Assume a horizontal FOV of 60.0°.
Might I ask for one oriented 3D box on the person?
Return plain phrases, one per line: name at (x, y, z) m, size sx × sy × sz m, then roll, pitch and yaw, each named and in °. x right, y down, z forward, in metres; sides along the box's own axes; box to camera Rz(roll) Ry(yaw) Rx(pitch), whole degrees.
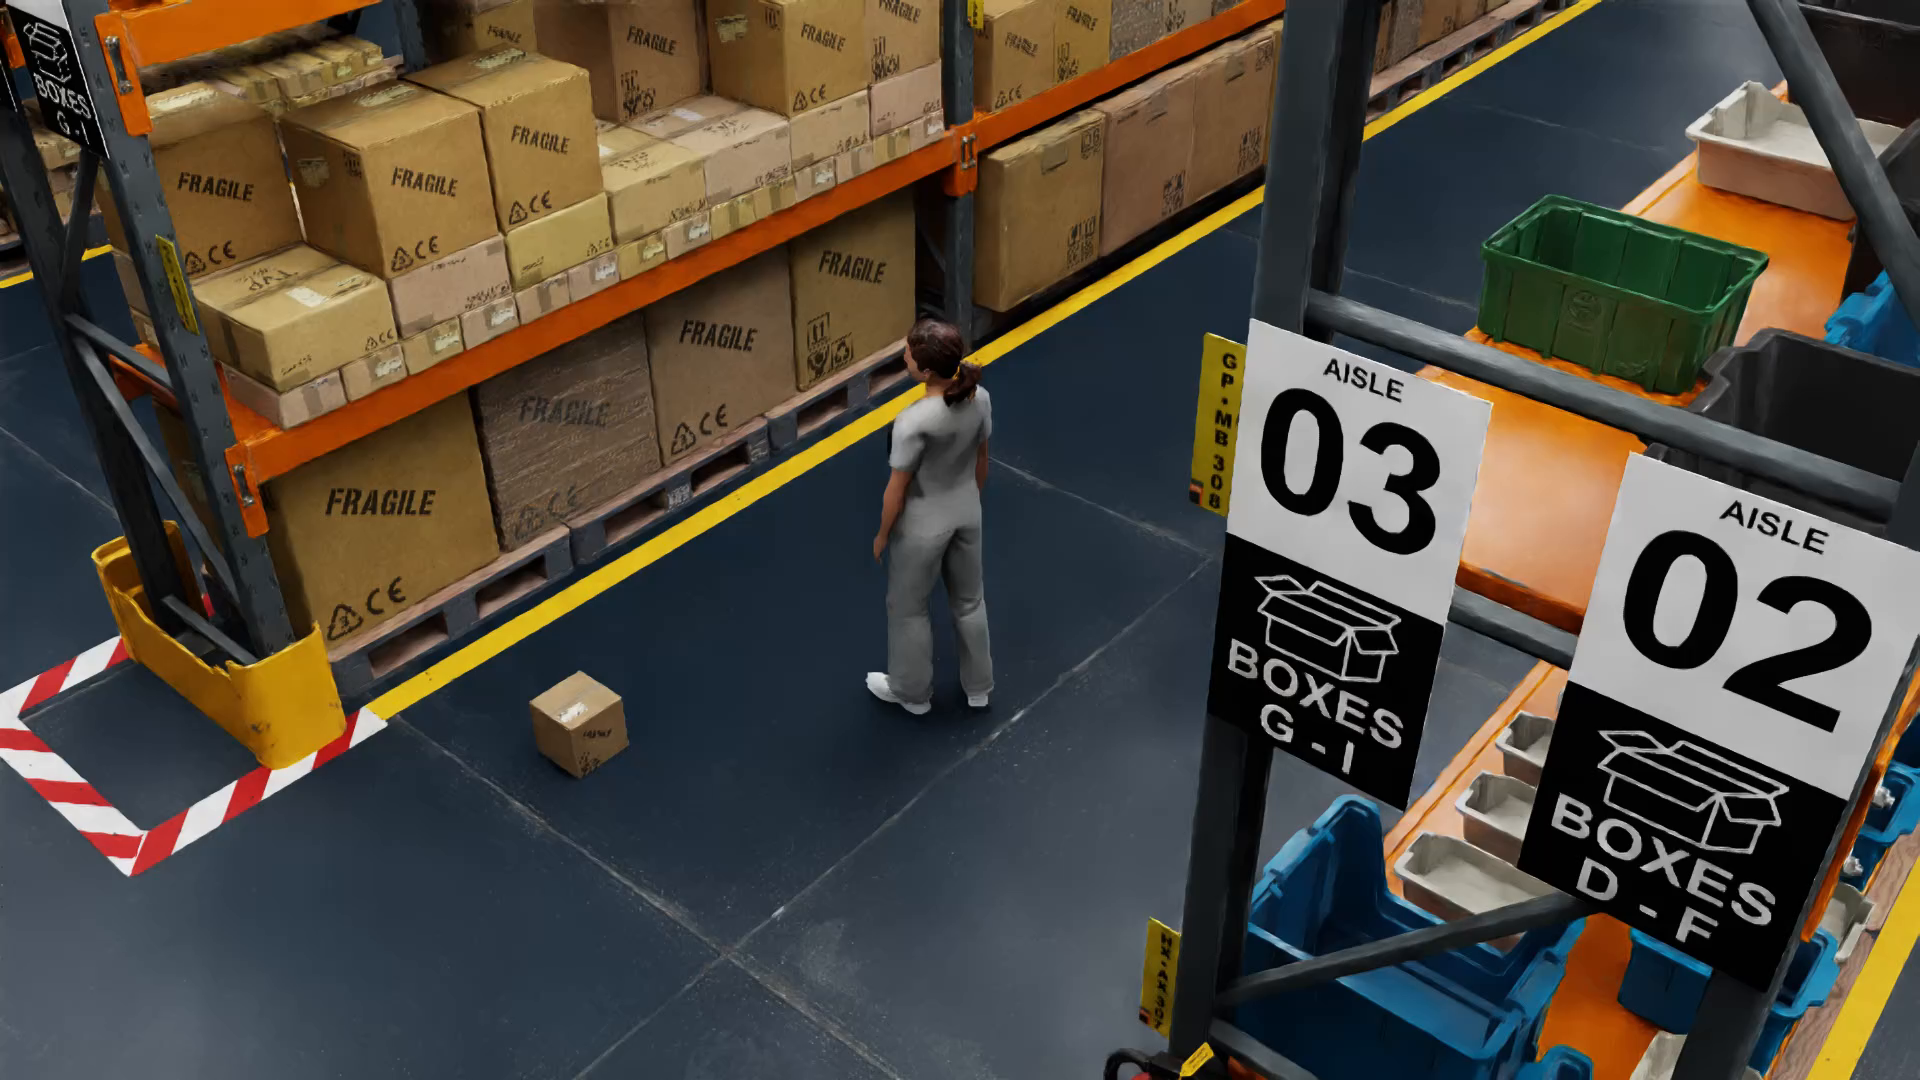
person at (-0.095, -0.073, 6.211) m, size 0.528 × 1.672 × 0.411 m, roll -23°, pitch 41°, yaw -29°
